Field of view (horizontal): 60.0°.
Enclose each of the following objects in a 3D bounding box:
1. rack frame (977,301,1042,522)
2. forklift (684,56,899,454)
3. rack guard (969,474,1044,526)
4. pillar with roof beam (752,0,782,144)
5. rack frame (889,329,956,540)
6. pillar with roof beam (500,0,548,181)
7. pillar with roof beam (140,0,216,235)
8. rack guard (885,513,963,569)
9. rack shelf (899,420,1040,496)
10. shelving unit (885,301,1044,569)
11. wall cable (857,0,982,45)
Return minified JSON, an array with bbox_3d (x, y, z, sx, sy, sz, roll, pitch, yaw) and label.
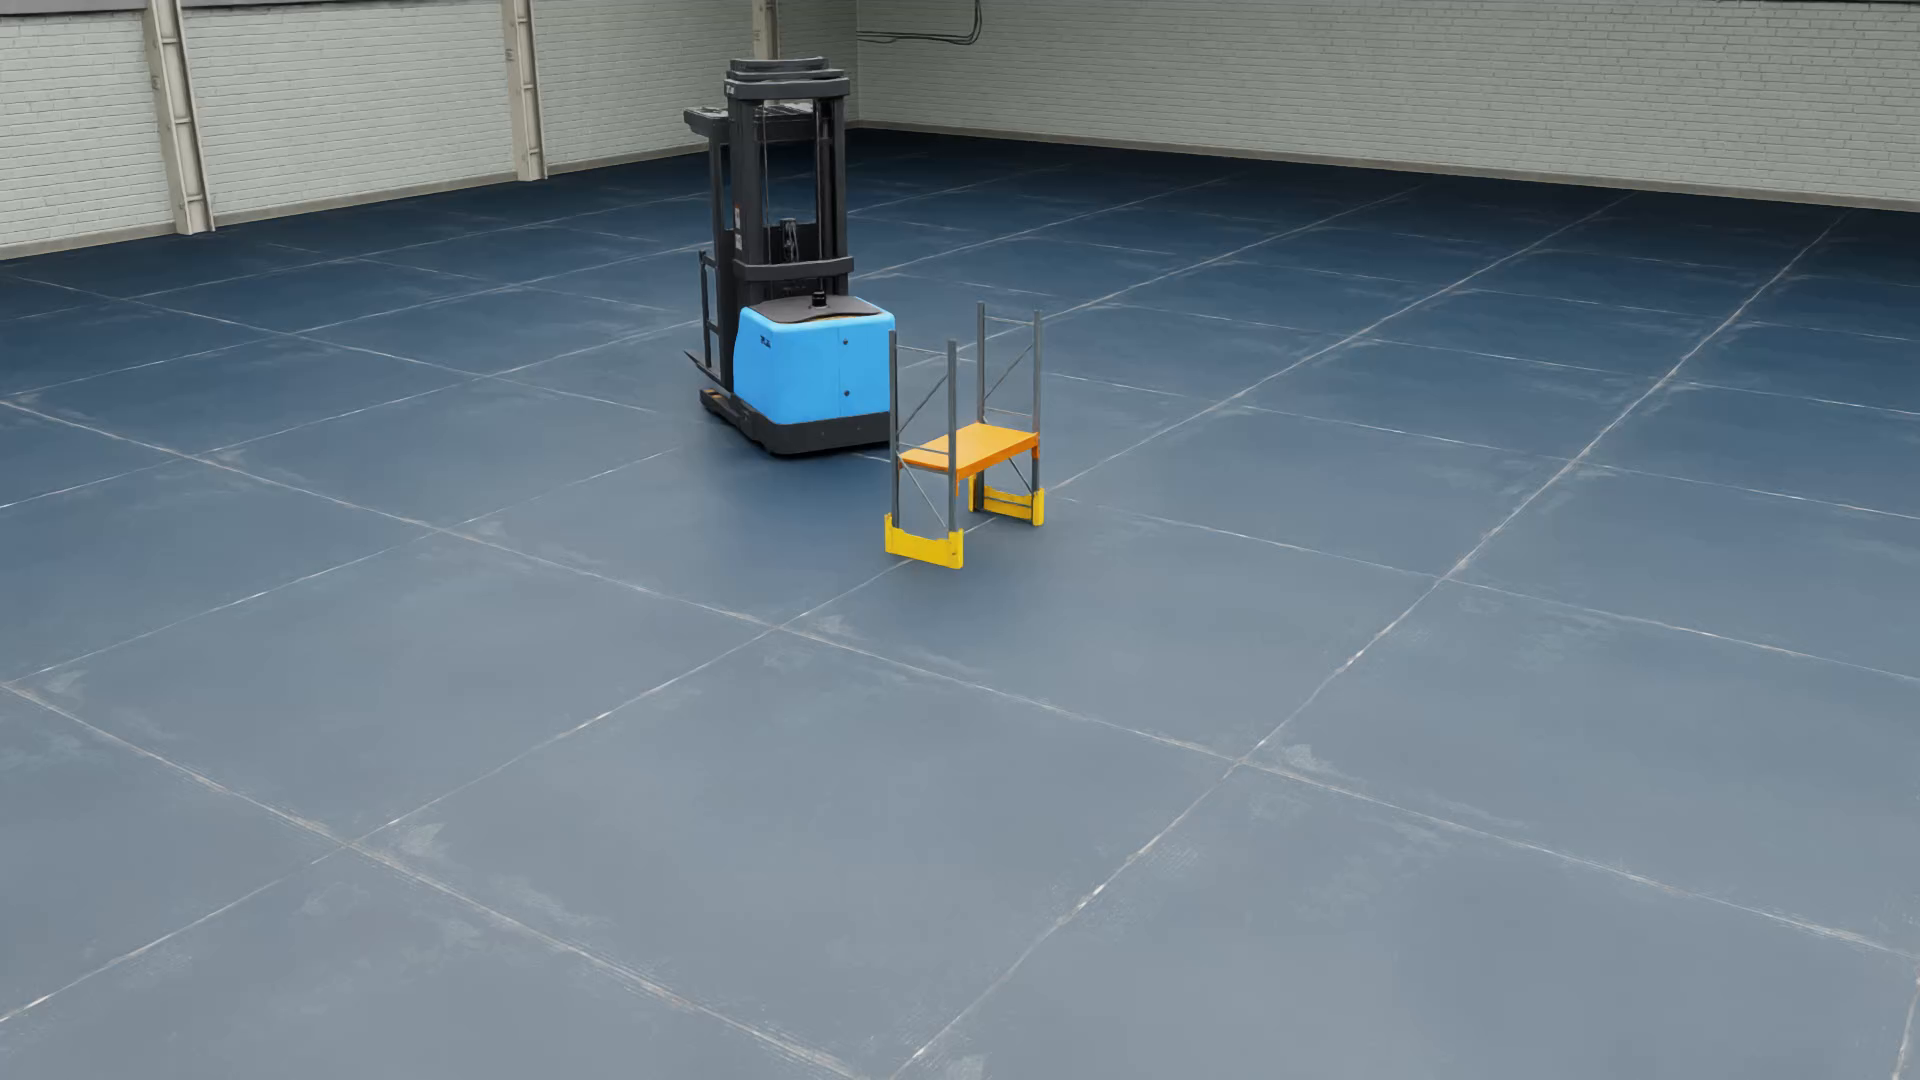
[{"bbox_3d":[0.334,-0.874,11.465,0.500,1.500,0.032,13,24,32],"label":"rack frame"},{"bbox_3d":[-1.589,-2.507,13.818,1.130,2.935,3.031,-10,22,-24],"label":"forklift"},{"bbox_3d":[0.323,-0.282,11.667,0.587,0.250,0.087,13,24,32],"label":"rack guard"},{"bbox_3d":[-0.074,-11.012,28.064,9.100,9.000,0.400,13,24,32],"label":"pillar with roof beam"},{"bbox_3d":[-0.238,-0.582,10.677,0.500,1.500,0.032,13,24,32],"label":"rack frame"},{"bbox_3d":[-3.446,-9.290,23.410,9.100,9.000,0.400,13,24,32],"label":"pillar with roof beam"},{"bbox_3d":[-6.819,-7.569,18.756,9.100,9.000,0.400,13,24,32],"label":"pillar with roof beam"},{"bbox_3d":[-0.237,0.004,10.894,0.587,0.250,0.087,13,24,32],"label":"rack guard"},{"bbox_3d":[0.048,-0.559,11.133,0.538,0.185,1.000,13,24,32],"label":"rack shelf"},{"bbox_3d":[0.043,-0.725,11.064,0.587,1.500,1.083,13,24,32],"label":"shelving unit"},{"bbox_3d":[-0.884,-10.982,32.460,3.097,2.526,0.112,13,24,32],"label":"wall cable"}]
